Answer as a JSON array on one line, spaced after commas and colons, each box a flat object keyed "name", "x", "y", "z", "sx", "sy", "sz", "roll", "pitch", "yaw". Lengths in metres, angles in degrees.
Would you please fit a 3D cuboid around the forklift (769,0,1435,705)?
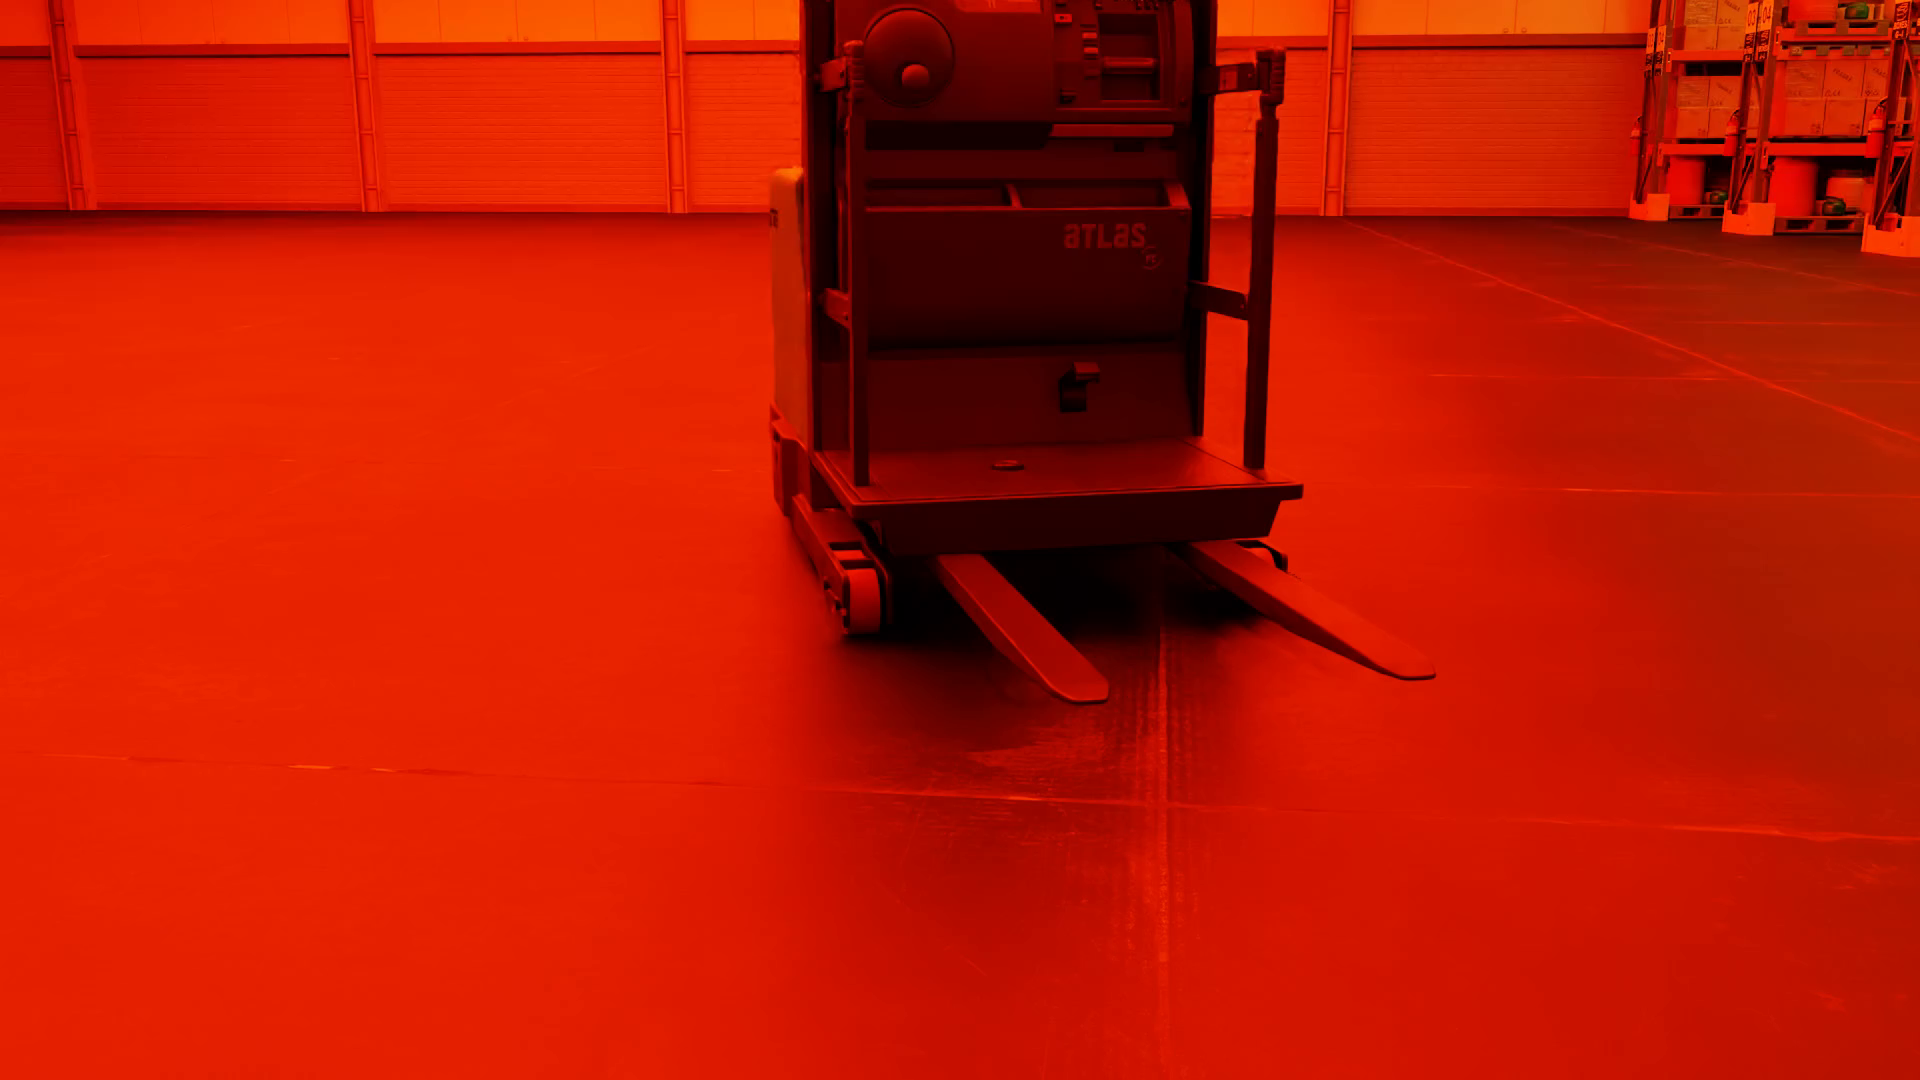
[{"name": "forklift", "x": 0.188, "y": -1.290, "z": 4.027, "sx": 1.130, "sy": 2.935, "sz": 3.031, "roll": -3, "pitch": 13, "yaw": -12}]
